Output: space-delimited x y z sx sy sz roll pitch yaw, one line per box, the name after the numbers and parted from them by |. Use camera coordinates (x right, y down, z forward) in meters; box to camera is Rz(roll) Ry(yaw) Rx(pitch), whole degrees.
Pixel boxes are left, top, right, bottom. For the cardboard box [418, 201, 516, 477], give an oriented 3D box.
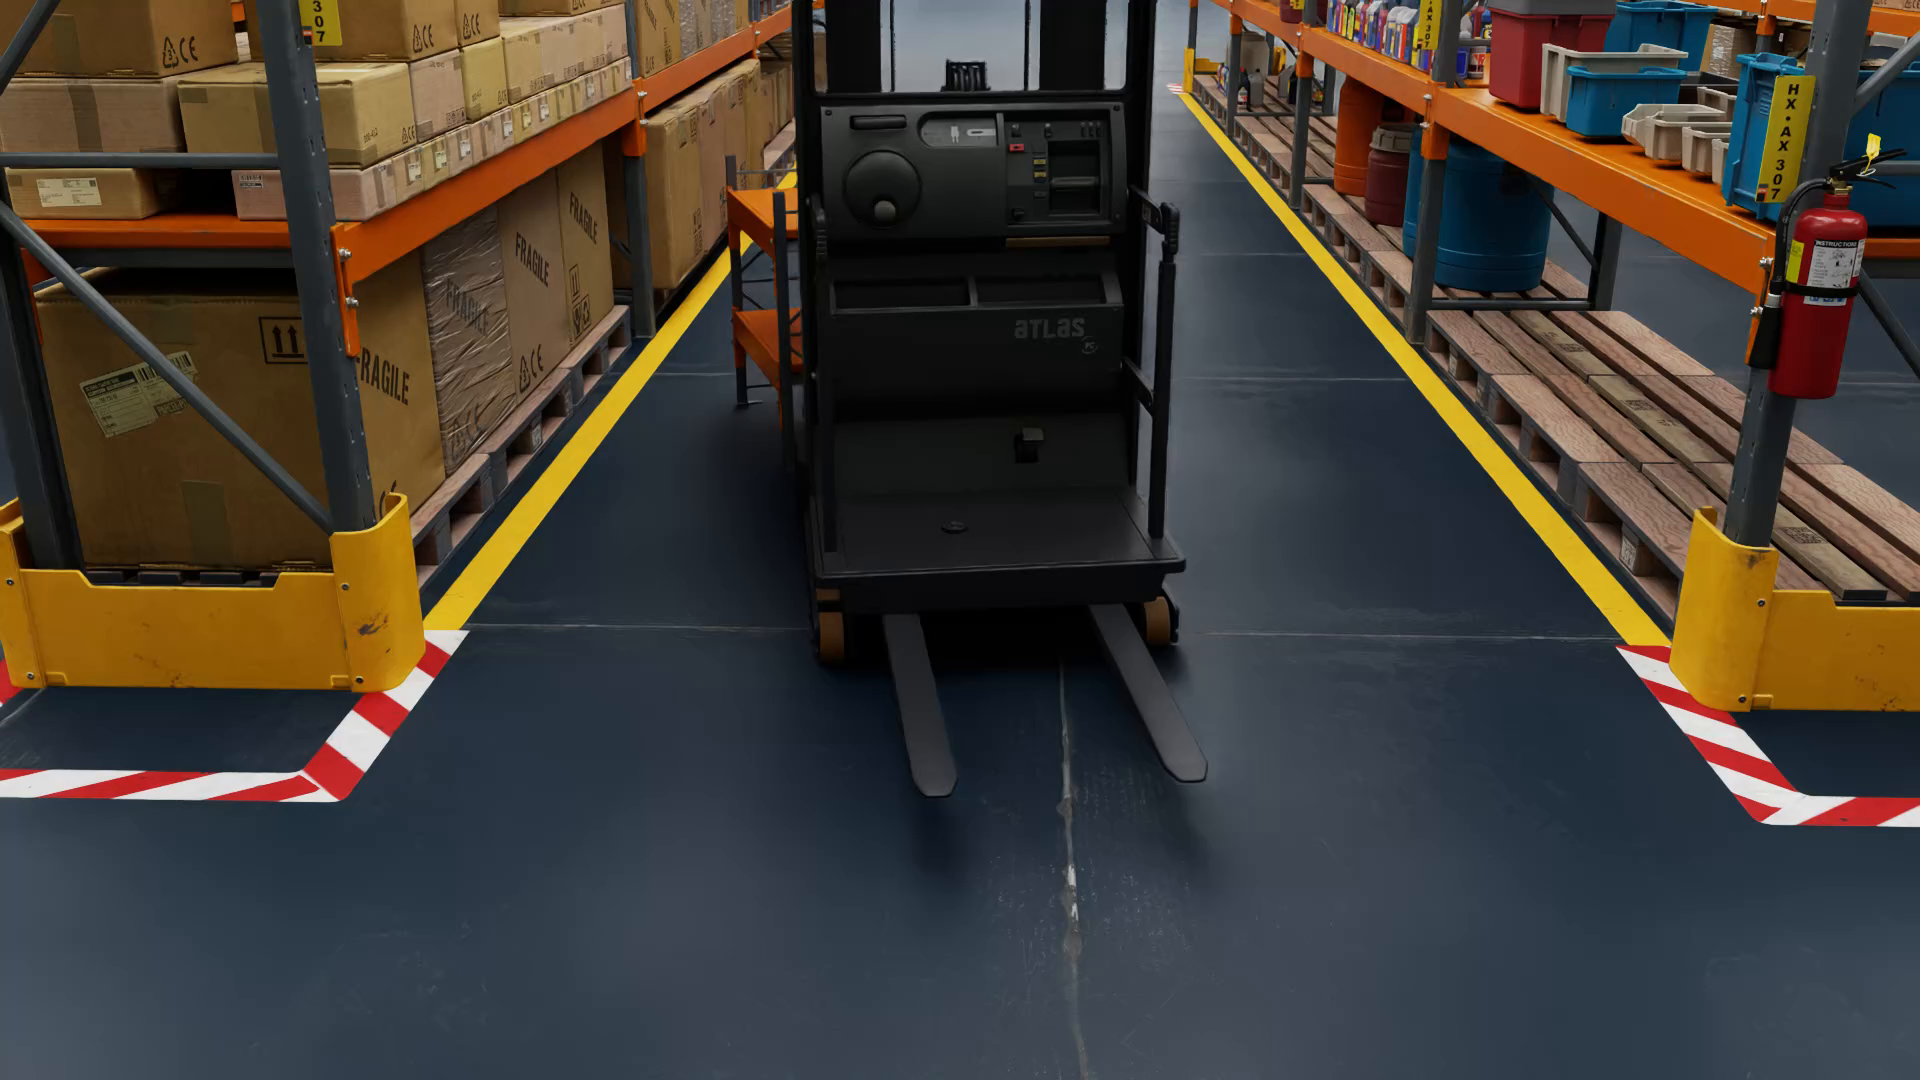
-2.270 -0.793 6.284 0.875 0.875 0.875 1 21 2 | cardboard box

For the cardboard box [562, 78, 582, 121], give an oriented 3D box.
-1.828 -1.870 7.049 0.380 0.149 0.250 1 21 3 | cardboard box

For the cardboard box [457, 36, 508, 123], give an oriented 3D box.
-1.925 -1.636 5.895 0.500 0.250 0.500 0 21 0 | cardboard box

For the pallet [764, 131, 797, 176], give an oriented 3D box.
-1.929 -3.342 14.350 1.003 0.211 1.213 1 21 2 | pallet

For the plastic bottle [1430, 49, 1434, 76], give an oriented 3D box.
2.500 -2.514 8.637 0.097 0.201 0.097 0 21 0 | plastic bottle

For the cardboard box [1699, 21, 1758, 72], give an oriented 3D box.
7.863 -5.050 17.082 0.500 0.500 0.500 1 21 2 | cardboard box

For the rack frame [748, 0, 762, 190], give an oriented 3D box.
-1.994 -3.919 11.984 1.000 3.000 0.127 1 21 2 | rack frame

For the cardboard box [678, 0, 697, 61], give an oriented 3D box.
-1.821 -3.046 9.595 0.500 0.500 0.500 0 21 0 | cardboard box

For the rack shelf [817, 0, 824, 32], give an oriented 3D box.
-1.811 -5.753 17.705 1.077 0.370 4.000 1 21 2 | rack shelf

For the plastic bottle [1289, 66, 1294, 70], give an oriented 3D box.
3.543 -4.883 17.624 0.152 0.276 0.135 0 21 0 | plastic bottle

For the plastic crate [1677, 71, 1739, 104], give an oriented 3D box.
3.070 -1.911 7.104 0.437 0.125 0.590 1 21 2 | plastic crate

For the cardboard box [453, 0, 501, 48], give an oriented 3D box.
-1.928 -1.984 5.755 0.500 0.500 0.500 0 21 0 | cardboard box

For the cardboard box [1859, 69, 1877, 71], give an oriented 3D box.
7.733 -3.916 14.420 0.500 0.311 0.500 0 21 0 | cardboard box

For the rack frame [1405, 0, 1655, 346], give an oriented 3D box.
2.835 -2.419 8.116 1.000 3.000 0.127 1 21 2 | rack frame

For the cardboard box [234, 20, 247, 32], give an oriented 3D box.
-6.738 -4.889 16.838 0.875 0.875 0.875 1 21 2 | cardboard box

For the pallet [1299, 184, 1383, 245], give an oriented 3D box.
2.975 -2.279 11.612 1.003 0.211 1.213 1 21 2 | pallet

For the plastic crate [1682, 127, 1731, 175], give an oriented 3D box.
2.581 -1.279 5.460 0.396 0.136 0.243 1 21 2 | plastic crate

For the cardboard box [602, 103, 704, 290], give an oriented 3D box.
-2.116 -1.910 9.162 1.225 0.875 0.875 1 21 2 | cardboard box

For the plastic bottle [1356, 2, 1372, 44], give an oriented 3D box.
2.562 -3.276 10.504 0.097 0.271 0.097 0 21 0 | plastic bottle

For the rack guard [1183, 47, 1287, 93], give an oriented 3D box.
3.245 -5.564 19.678 1.175 0.500 0.348 1 21 2 | rack guard

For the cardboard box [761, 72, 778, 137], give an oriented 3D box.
-1.962 -3.809 14.547 0.700 0.500 0.500 -1 21 -3 | cardboard box

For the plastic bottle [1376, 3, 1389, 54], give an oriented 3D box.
2.523 -3.041 9.882 0.061 0.283 0.133 1 21 2 | plastic bottle

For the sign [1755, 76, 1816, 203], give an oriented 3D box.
2.163 -1.049 4.359 0.100 0.325 0.005 1 21 2 | sign

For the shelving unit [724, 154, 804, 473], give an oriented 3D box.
-0.628 -1.002 7.055 0.538 1.125 1.048 -7 22 -16 | shelving unit

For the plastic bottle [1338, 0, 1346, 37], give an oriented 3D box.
2.607 -3.487 11.041 0.152 0.276 0.135 1 21 2 | plastic bottle

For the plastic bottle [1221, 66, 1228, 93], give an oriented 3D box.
2.820 -4.878 17.619 0.097 0.271 0.097 0 21 0 | plastic bottle

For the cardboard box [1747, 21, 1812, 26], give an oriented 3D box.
8.387 -5.045 17.068 0.500 0.500 0.500 1 21 2 | cardboard box

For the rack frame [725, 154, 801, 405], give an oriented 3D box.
-0.782 -1.177 7.507 0.500 1.125 0.032 -7 22 -16 | rack frame

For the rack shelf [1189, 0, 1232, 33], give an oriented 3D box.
3.139 -5.699 17.565 1.077 0.370 4.000 1 21 2 | rack shelf

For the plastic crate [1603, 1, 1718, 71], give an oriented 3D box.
3.162 -2.267 7.663 0.392 0.384 0.575 1 21 2 | plastic crate

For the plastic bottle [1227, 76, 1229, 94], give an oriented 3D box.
2.826 -4.704 17.058 0.144 0.351 0.185 1 21 1 | plastic bottle

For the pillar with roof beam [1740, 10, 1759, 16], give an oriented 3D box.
10.008 -13.569 28.559 9.100 9.000 0.400 1 21 2 | pillar with roof beam

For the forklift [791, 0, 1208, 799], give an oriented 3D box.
0.072 -1.119 4.861 1.130 2.935 3.031 -2 21 -6 | forklift

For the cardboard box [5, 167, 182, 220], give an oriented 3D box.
-2.555 -1.042 4.916 0.380 0.149 0.250 1 21 3 | cardboard box

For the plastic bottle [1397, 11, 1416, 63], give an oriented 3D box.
2.551 -2.821 9.325 0.152 0.276 0.135 1 21 2 | plastic bottle

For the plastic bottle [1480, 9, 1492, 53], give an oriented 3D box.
3.158 -3.054 9.931 0.097 0.271 0.097 0 21 0 | plastic bottle

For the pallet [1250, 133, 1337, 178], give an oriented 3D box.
3.059 -3.285 14.202 1.003 0.211 1.213 1 21 2 | pallet

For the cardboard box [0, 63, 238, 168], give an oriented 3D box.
-2.488 -1.274 4.961 0.500 0.250 0.500 0 21 1 | cardboard box

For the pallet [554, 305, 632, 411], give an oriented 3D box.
-2.217 -0.899 8.054 1.003 0.211 1.213 1 21 2 | pallet

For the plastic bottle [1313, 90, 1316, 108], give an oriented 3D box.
3.530 -4.359 16.376 0.097 0.201 0.097 0 21 0 | plastic bottle

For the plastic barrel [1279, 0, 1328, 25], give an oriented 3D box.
2.668 -4.100 12.260 0.600 0.536 0.708 1 21 2 | plastic barrel

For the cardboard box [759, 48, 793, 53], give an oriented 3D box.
-1.810 -4.748 16.993 0.500 0.500 0.500 8 22 19 | cardboard box

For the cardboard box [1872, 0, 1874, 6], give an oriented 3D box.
7.974 -4.834 14.203 0.500 0.500 0.500 2 21 6 | cardboard box

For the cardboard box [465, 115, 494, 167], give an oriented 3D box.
-1.867 -1.406 5.853 0.380 0.149 0.250 0 21 1 | cardboard box

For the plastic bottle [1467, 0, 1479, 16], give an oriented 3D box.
3.330 -3.388 10.793 0.097 0.271 0.097 0 21 0 | plastic bottle

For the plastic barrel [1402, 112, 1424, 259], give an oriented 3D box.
2.890 -2.089 9.586 0.600 0.901 0.708 1 21 2 | plastic barrel
